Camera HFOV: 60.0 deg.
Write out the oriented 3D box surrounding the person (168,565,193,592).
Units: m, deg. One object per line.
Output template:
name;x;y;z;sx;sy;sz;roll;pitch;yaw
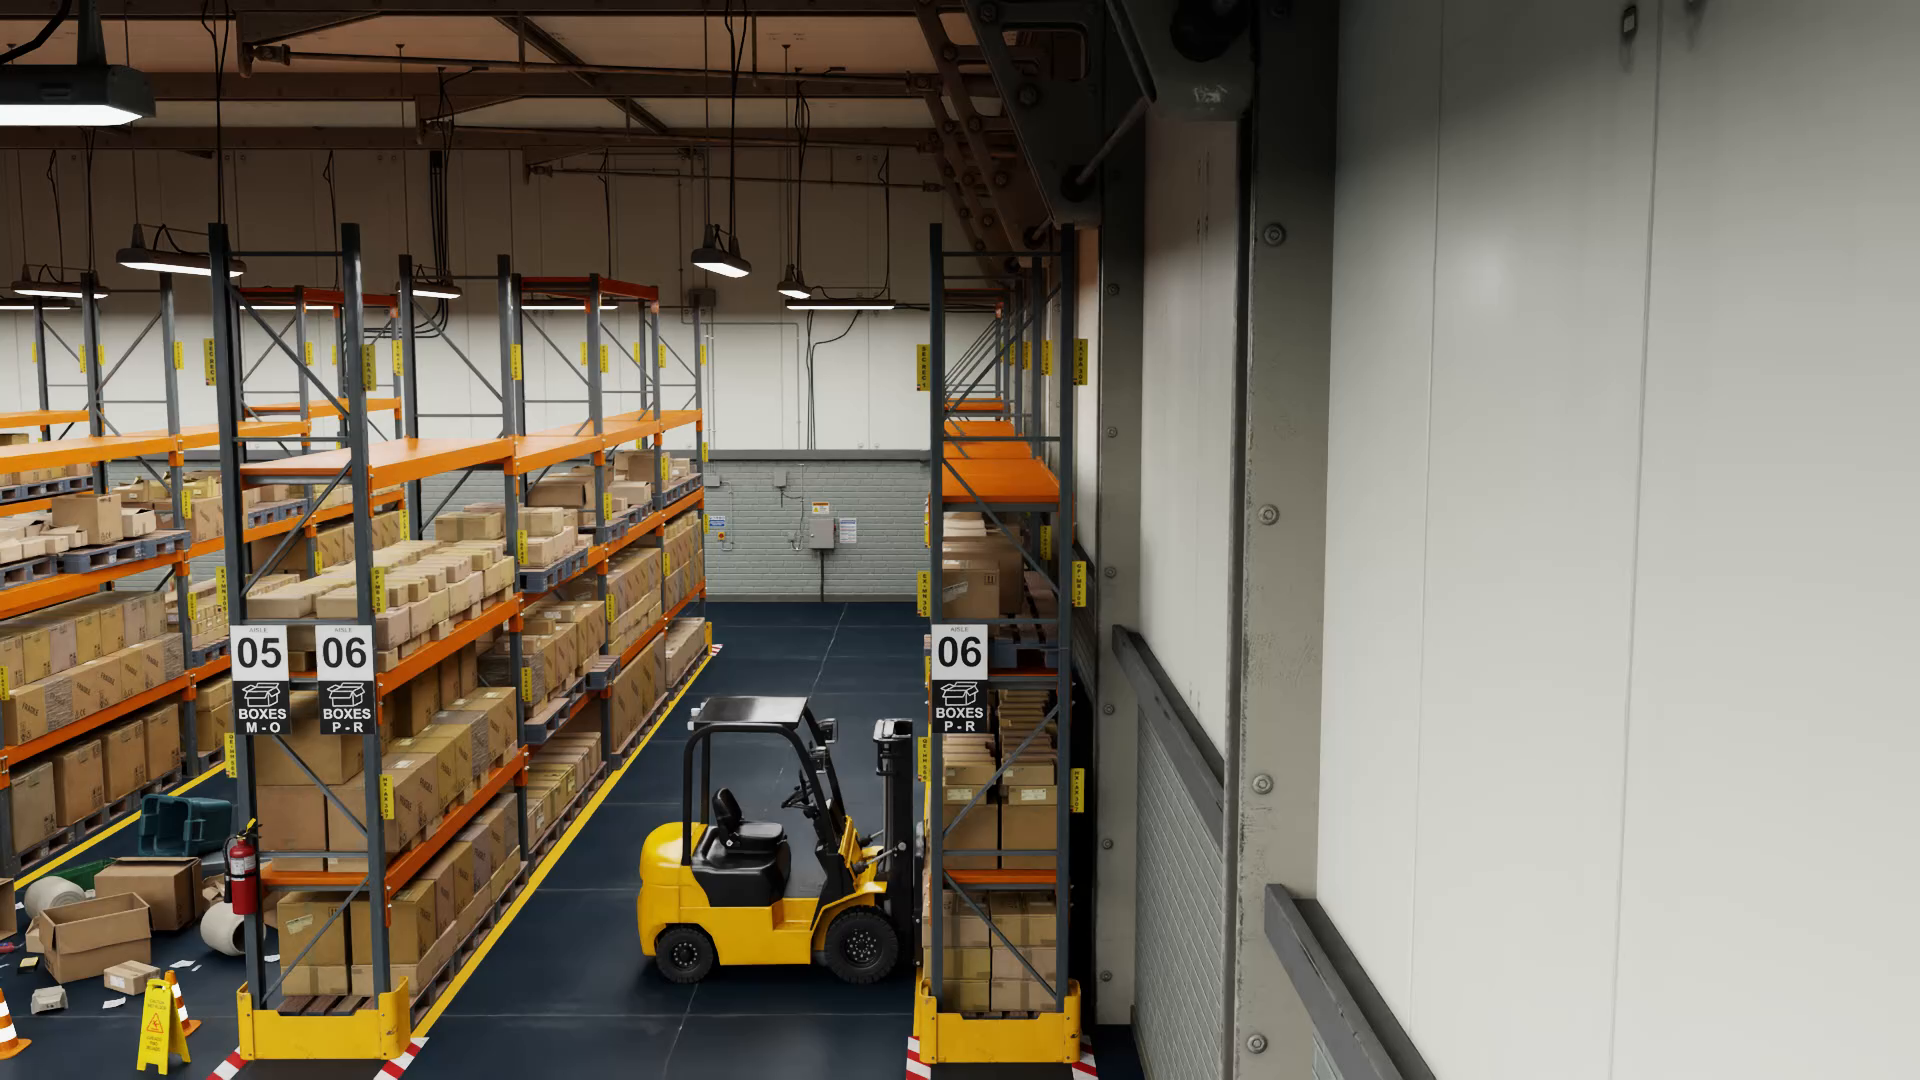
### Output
person;-13.272;1.032;28.526;0.969;1.593;0.522;4;8;33
